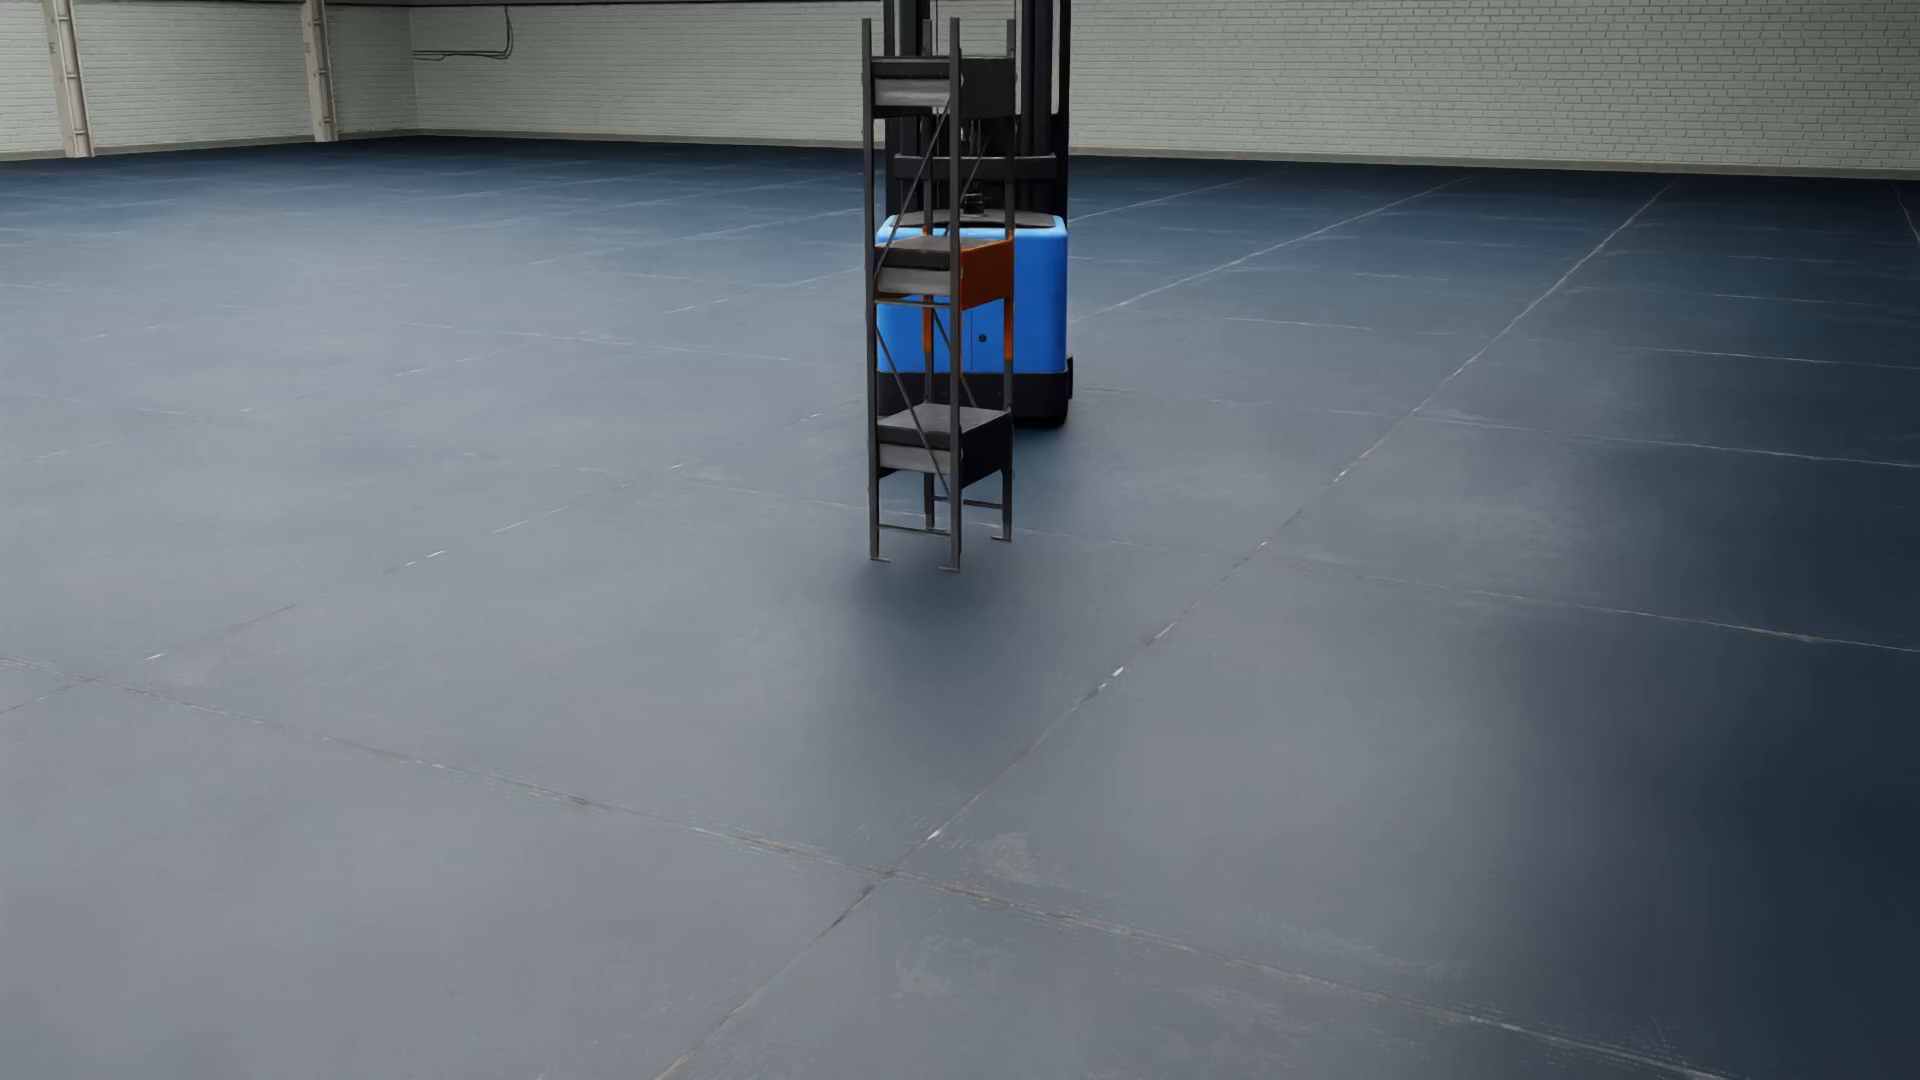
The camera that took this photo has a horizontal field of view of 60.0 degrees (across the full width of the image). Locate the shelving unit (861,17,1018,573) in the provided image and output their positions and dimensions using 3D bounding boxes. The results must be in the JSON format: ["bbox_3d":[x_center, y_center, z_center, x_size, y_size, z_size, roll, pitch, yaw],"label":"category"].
[{"bbox_3d":[-0.074,-0.964,6.583,0.431,2.100,0.503,8,18,25],"label":"shelving unit"}]

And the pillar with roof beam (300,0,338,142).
[{"bbox_3d":[-10.041,-12.511,33.340,9.100,9.000,0.400,8,18,25],"label":"pillar with roof beam"}]

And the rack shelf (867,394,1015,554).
[{"bbox_3d":[-0.074,-0.280,6.787,0.431,0.518,0.480,8,18,25],"label":"rack shelf"}]

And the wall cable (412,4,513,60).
[{"bbox_3d":[-11.393,-12.152,37.586,3.097,2.526,0.112,8,18,25],"label":"wall cable"}]

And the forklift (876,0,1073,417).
[{"bbox_3d":[0.107,-2.438,10.086,1.130,2.935,3.031,0,17,2],"label":"forklift"}]

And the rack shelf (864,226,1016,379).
[{"bbox_3d":[-0.074,-0.951,6.587,0.431,0.518,0.480,8,18,25],"label":"rack shelf"}]

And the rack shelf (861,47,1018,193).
[{"bbox_3d":[-0.074,-1.622,6.388,0.431,0.518,0.480,8,18,25],"label":"rack shelf"}]

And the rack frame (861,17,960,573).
[{"bbox_3d":[-0.183,-0.902,6.374,0.400,2.100,0.015,8,18,25],"label":"rack frame"}]

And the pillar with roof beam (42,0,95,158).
[{"bbox_3d":[-12.722,-10.982,28.195,9.100,9.000,0.400,8,18,25],"label":"pillar with roof beam"}]

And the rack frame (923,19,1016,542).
[{"bbox_3d":[0.035,-1.027,6.793,0.400,2.100,0.015,8,18,25],"label":"rack frame"}]
